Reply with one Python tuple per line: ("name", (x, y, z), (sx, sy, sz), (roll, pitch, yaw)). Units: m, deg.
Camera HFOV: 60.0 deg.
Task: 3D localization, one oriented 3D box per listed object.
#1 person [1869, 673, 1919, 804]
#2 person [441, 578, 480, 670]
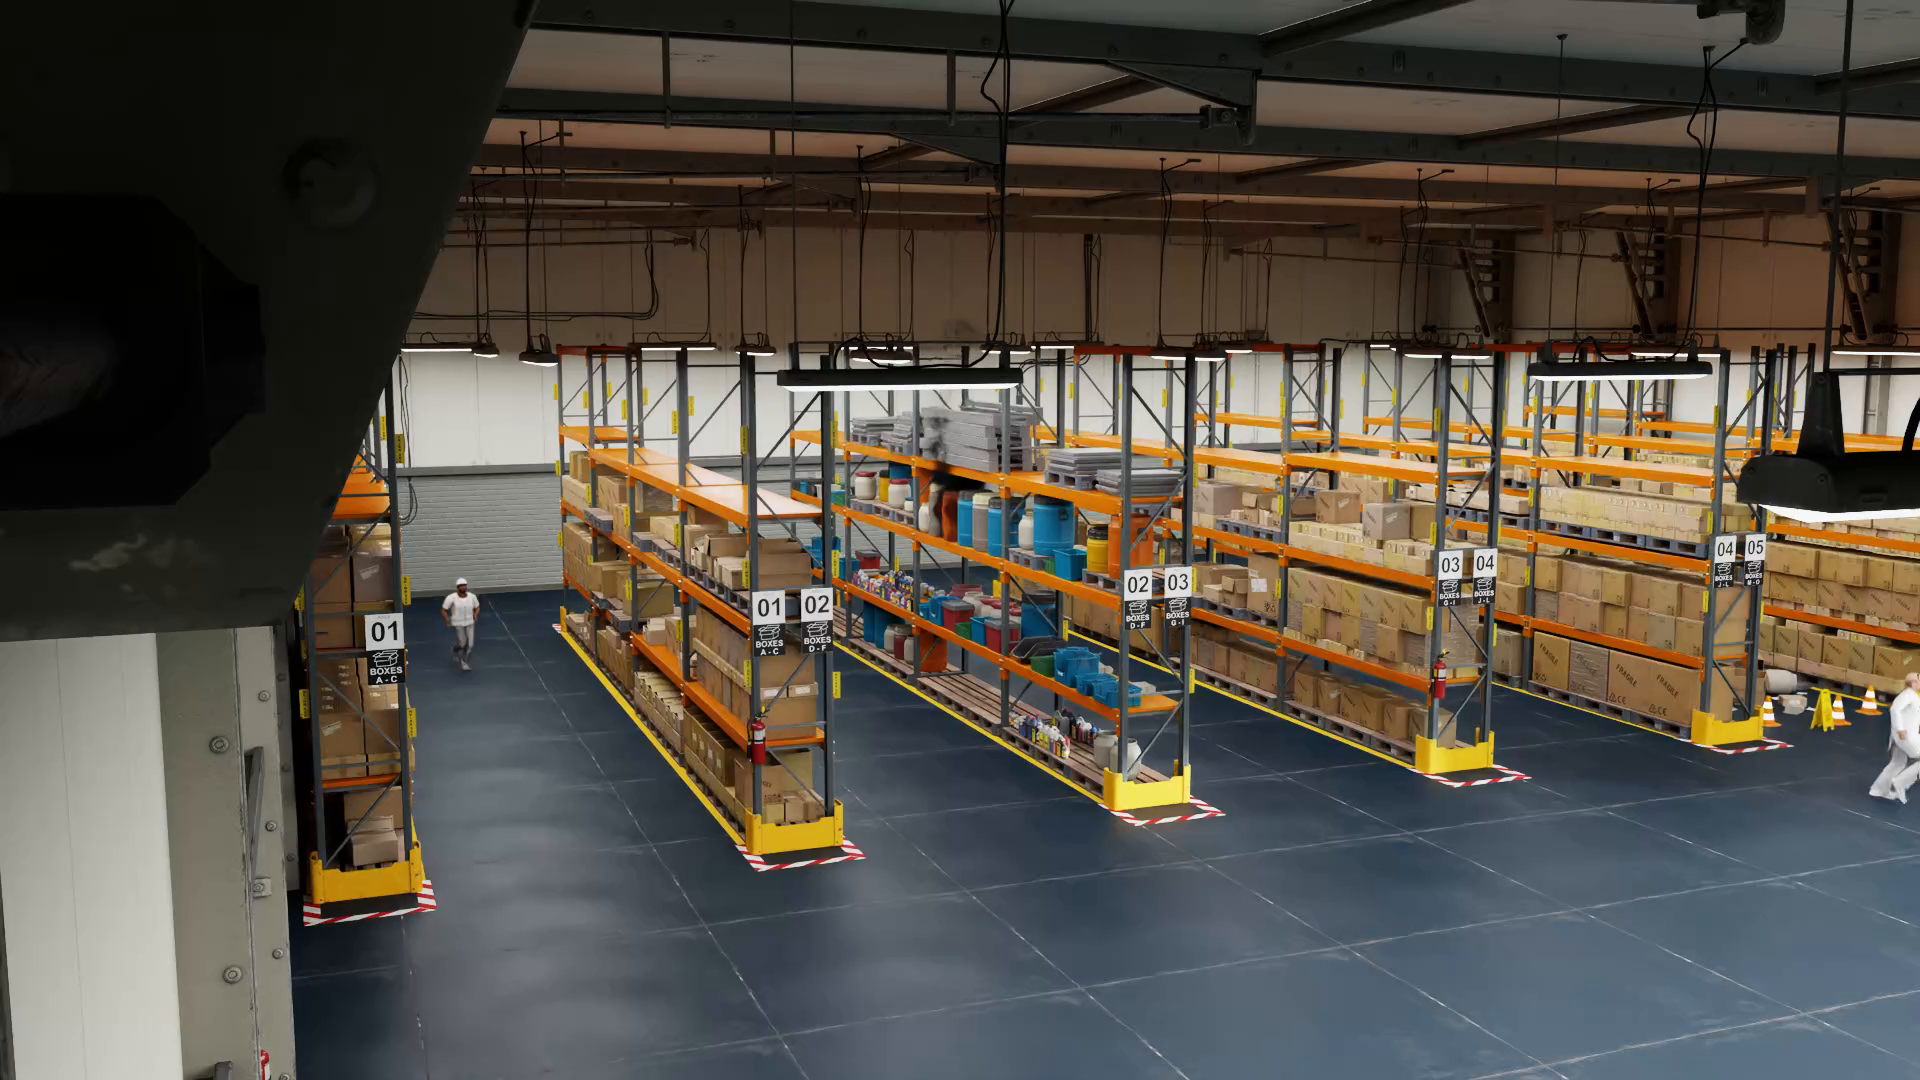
("person", (12.646, 2.646, 22.226), (0.799, 1.762, 0.691), (3, 8, 19))
("person", (-9.232, 1.563, 30.896), (0.702, 1.718, 0.584), (-5, 9, -34))
